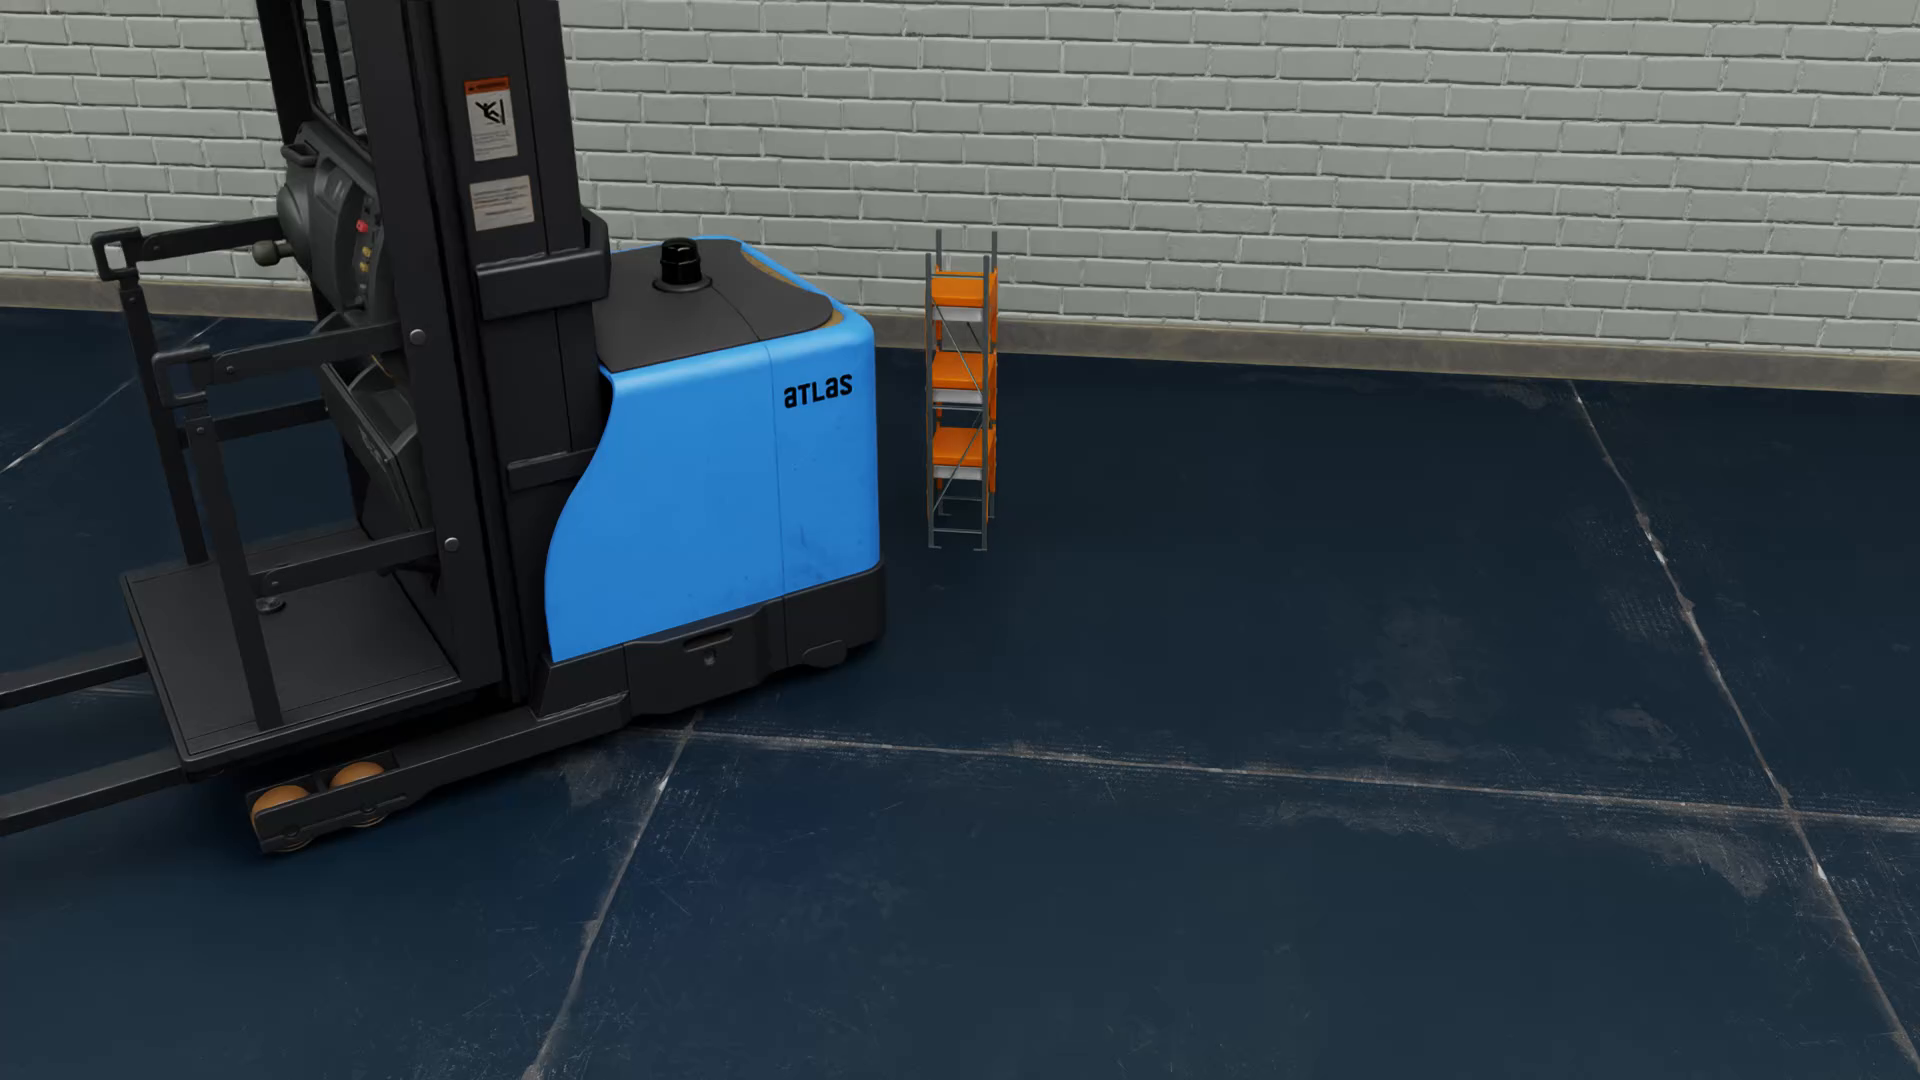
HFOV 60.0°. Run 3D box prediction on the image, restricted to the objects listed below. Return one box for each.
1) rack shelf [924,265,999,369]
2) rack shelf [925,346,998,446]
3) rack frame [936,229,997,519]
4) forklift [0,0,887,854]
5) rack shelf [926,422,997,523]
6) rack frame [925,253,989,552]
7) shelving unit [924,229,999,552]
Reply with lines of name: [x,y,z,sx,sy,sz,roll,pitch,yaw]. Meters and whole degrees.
rack shelf: [0.007,-0.728,5.418,0.215,0.259,0.240,3,28,6]
rack shelf: [0.007,-0.478,5.553,0.215,0.259,0.240,3,28,6]
rack frame: [0.022,-0.545,5.654,0.200,1.050,0.008,3,28,6]
forklift: [-1.749,-0.777,4.102,3.031,2.935,1.130,-16,32,-28]
rack shelf: [0.007,-0.233,5.685,0.215,0.259,0.240,3,28,6]
rack frame: [-0.008,-0.430,5.441,0.200,1.050,0.008,3,28,6]
shelving unit: [0.007,-0.487,5.548,0.215,1.050,0.252,3,28,6]
